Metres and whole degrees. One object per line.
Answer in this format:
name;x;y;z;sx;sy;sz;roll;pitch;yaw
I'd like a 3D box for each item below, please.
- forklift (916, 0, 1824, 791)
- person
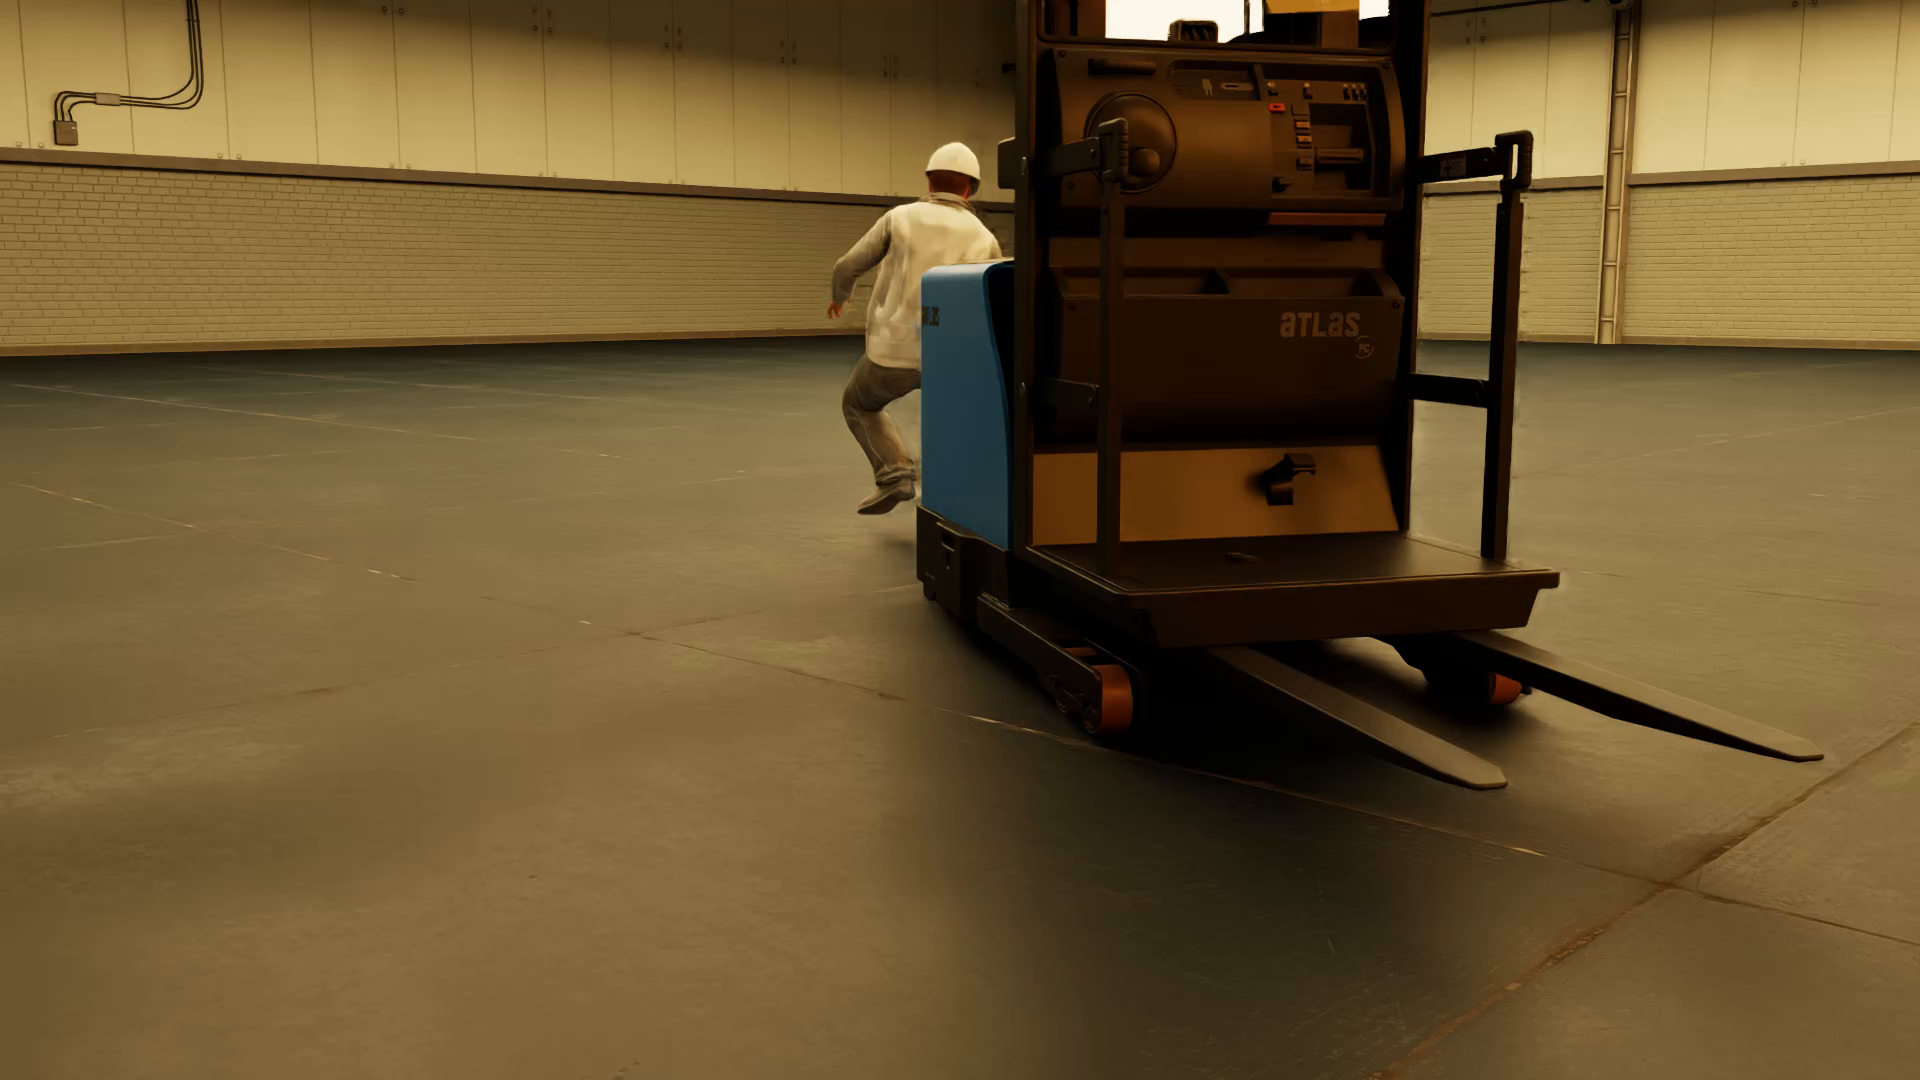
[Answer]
forklift;0.740;-1.069;3.974;1.130;2.935;3.031;-2;9;-15
person;-0.120;-0.826;6.887;0.869;1.588;0.766;0;9;-1
